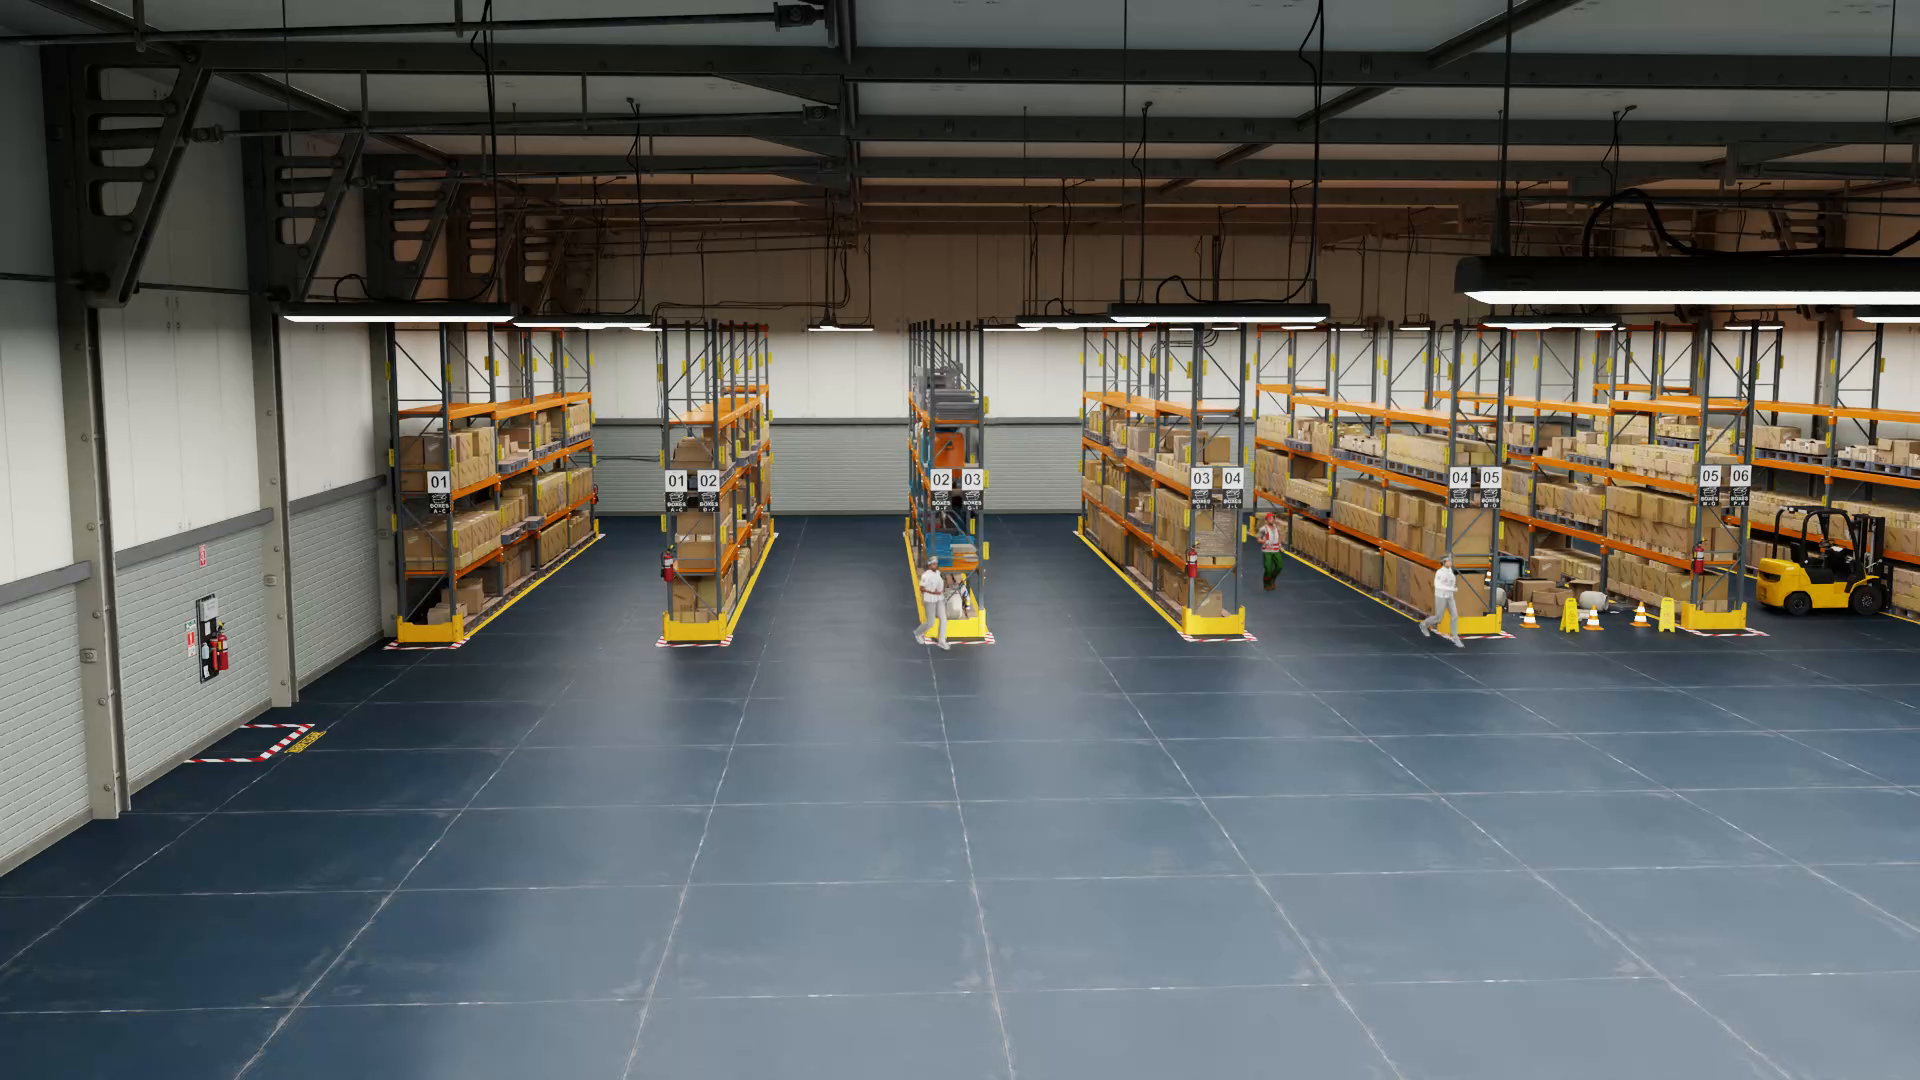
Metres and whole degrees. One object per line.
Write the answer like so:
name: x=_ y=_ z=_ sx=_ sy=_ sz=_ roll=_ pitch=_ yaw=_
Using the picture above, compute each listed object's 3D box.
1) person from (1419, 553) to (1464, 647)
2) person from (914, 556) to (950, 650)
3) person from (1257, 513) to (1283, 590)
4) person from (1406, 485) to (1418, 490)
person: x=8.954 y=1.087 z=30.839 sx=0.645 sy=1.719 sz=0.944 roll=-6 pitch=10 yaw=-42
person: x=-0.511 y=1.136 z=30.439 sx=0.779 sy=1.711 sz=0.586 roll=7 pitch=10 yaw=44
person: x=6.957 y=0.270 z=37.027 sx=0.640 sy=1.746 sz=0.606 roll=-2 pitch=7 yaw=-15
person: x=13.504 y=-1.175 z=49.529 sx=0.838 sy=1.572 sz=0.568 roll=2 pitch=7 yaw=15
